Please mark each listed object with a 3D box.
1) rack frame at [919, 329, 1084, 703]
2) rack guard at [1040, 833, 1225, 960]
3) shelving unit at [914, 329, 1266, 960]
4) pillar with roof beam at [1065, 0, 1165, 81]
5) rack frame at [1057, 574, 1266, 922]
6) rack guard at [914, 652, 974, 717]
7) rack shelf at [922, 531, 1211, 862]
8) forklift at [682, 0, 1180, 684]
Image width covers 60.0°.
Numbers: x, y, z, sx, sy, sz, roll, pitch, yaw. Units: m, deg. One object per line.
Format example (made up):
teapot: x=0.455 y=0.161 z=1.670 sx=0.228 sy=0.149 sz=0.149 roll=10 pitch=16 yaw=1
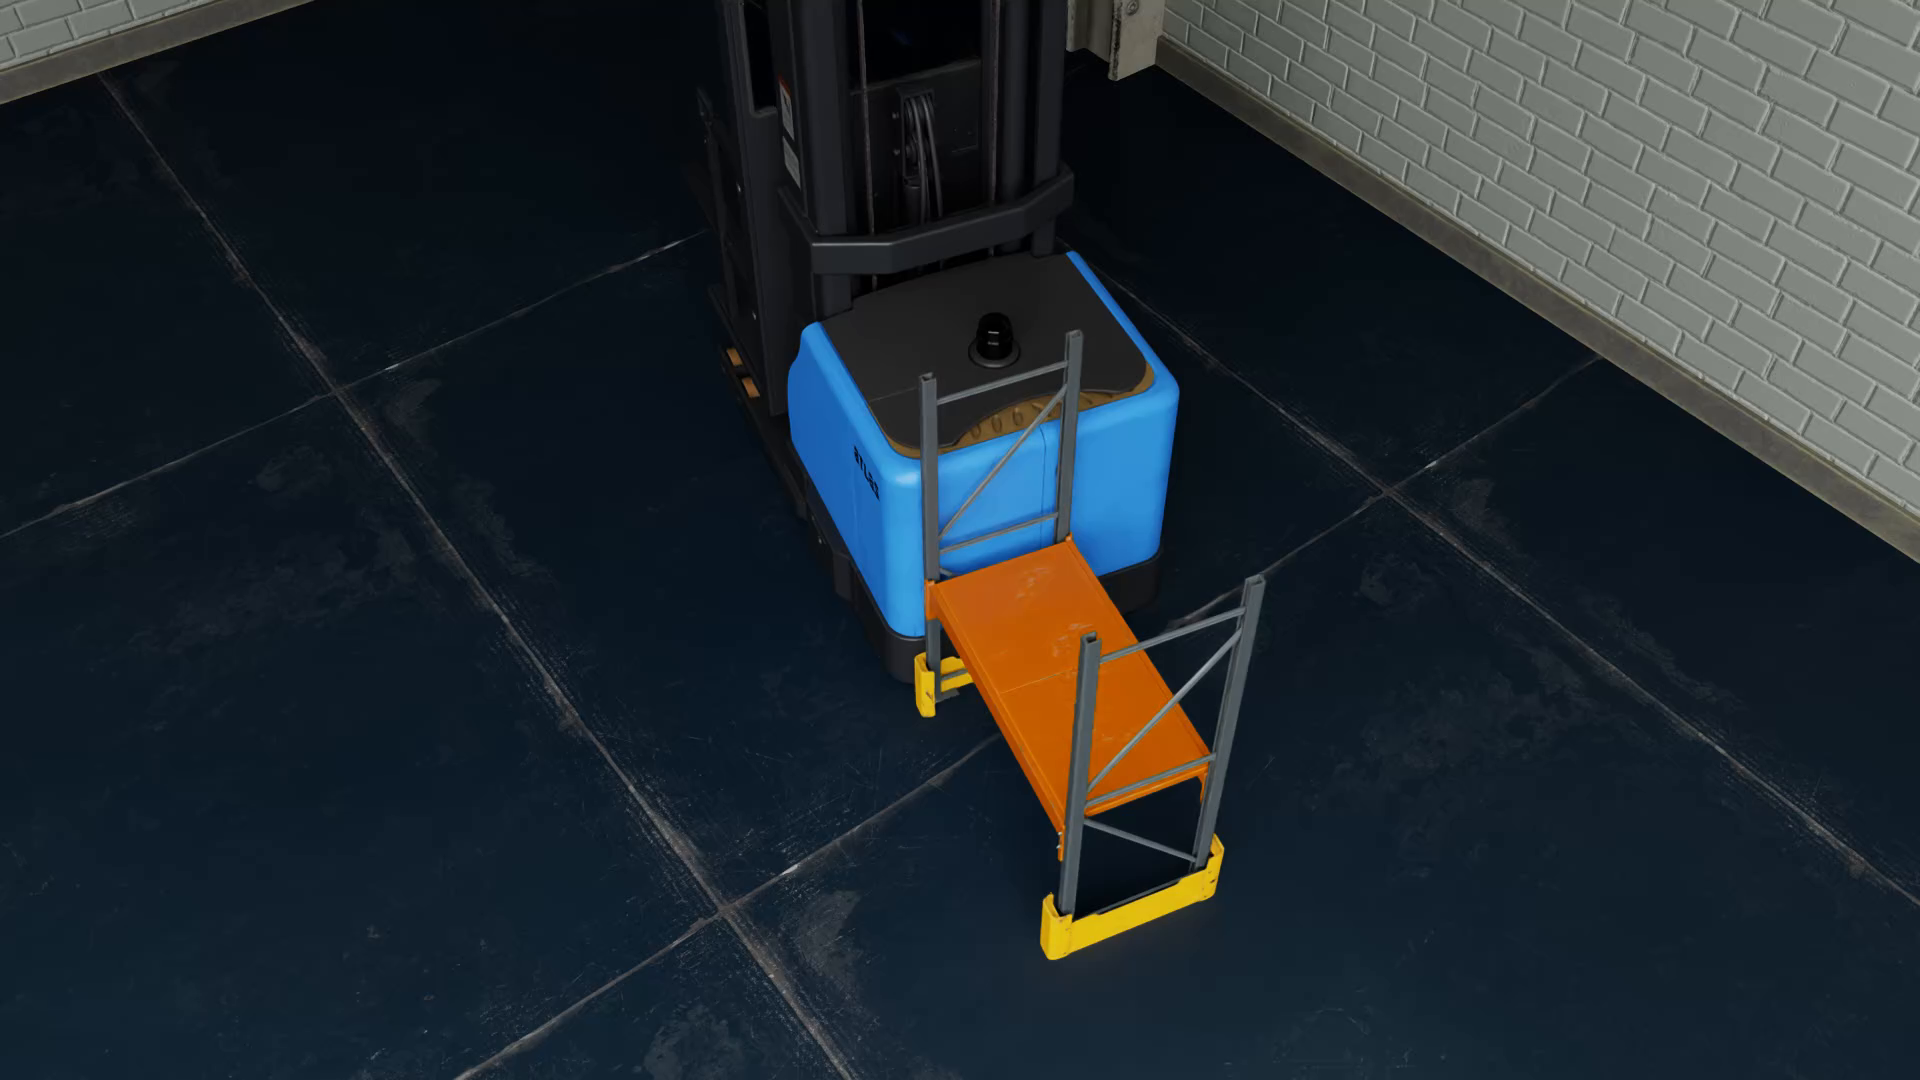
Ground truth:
rack frame: x=0.119 y=-0.018 z=5.254 sx=0.500 sy=1.500 sz=0.032 roll=-18 pitch=50 yaw=-16
rack guard: x=0.526 y=1.091 z=5.092 sx=0.587 sy=0.250 sz=0.087 roll=-18 pitch=50 yaw=-16
shelving unit: x=0.326 y=0.333 z=4.936 sx=0.587 sy=1.500 sz=1.083 roll=-18 pitch=50 yaw=-16
pillar with roof beam: x=-2.651 y=-3.574 z=3.416 sx=9.100 sy=9.000 sz=0.400 roll=-29 pitch=54 yaw=-24
rack frame: x=0.526 y=0.672 z=4.629 sx=0.500 sy=1.500 sz=0.032 roll=-18 pitch=50 yaw=-16
rack guard: x=0.127 y=0.415 z=5.705 sx=0.587 sy=0.250 sz=0.087 roll=-18 pitch=50 yaw=-16
rack shelf: x=0.323 y=0.448 z=5.075 sx=0.538 sy=0.185 sz=1.000 roll=-18 pitch=50 yaw=-16
forklift: x=-0.337 y=-1.601 z=5.723 sx=1.130 sy=2.935 sz=3.031 roll=-18 pitch=50 yaw=-16
